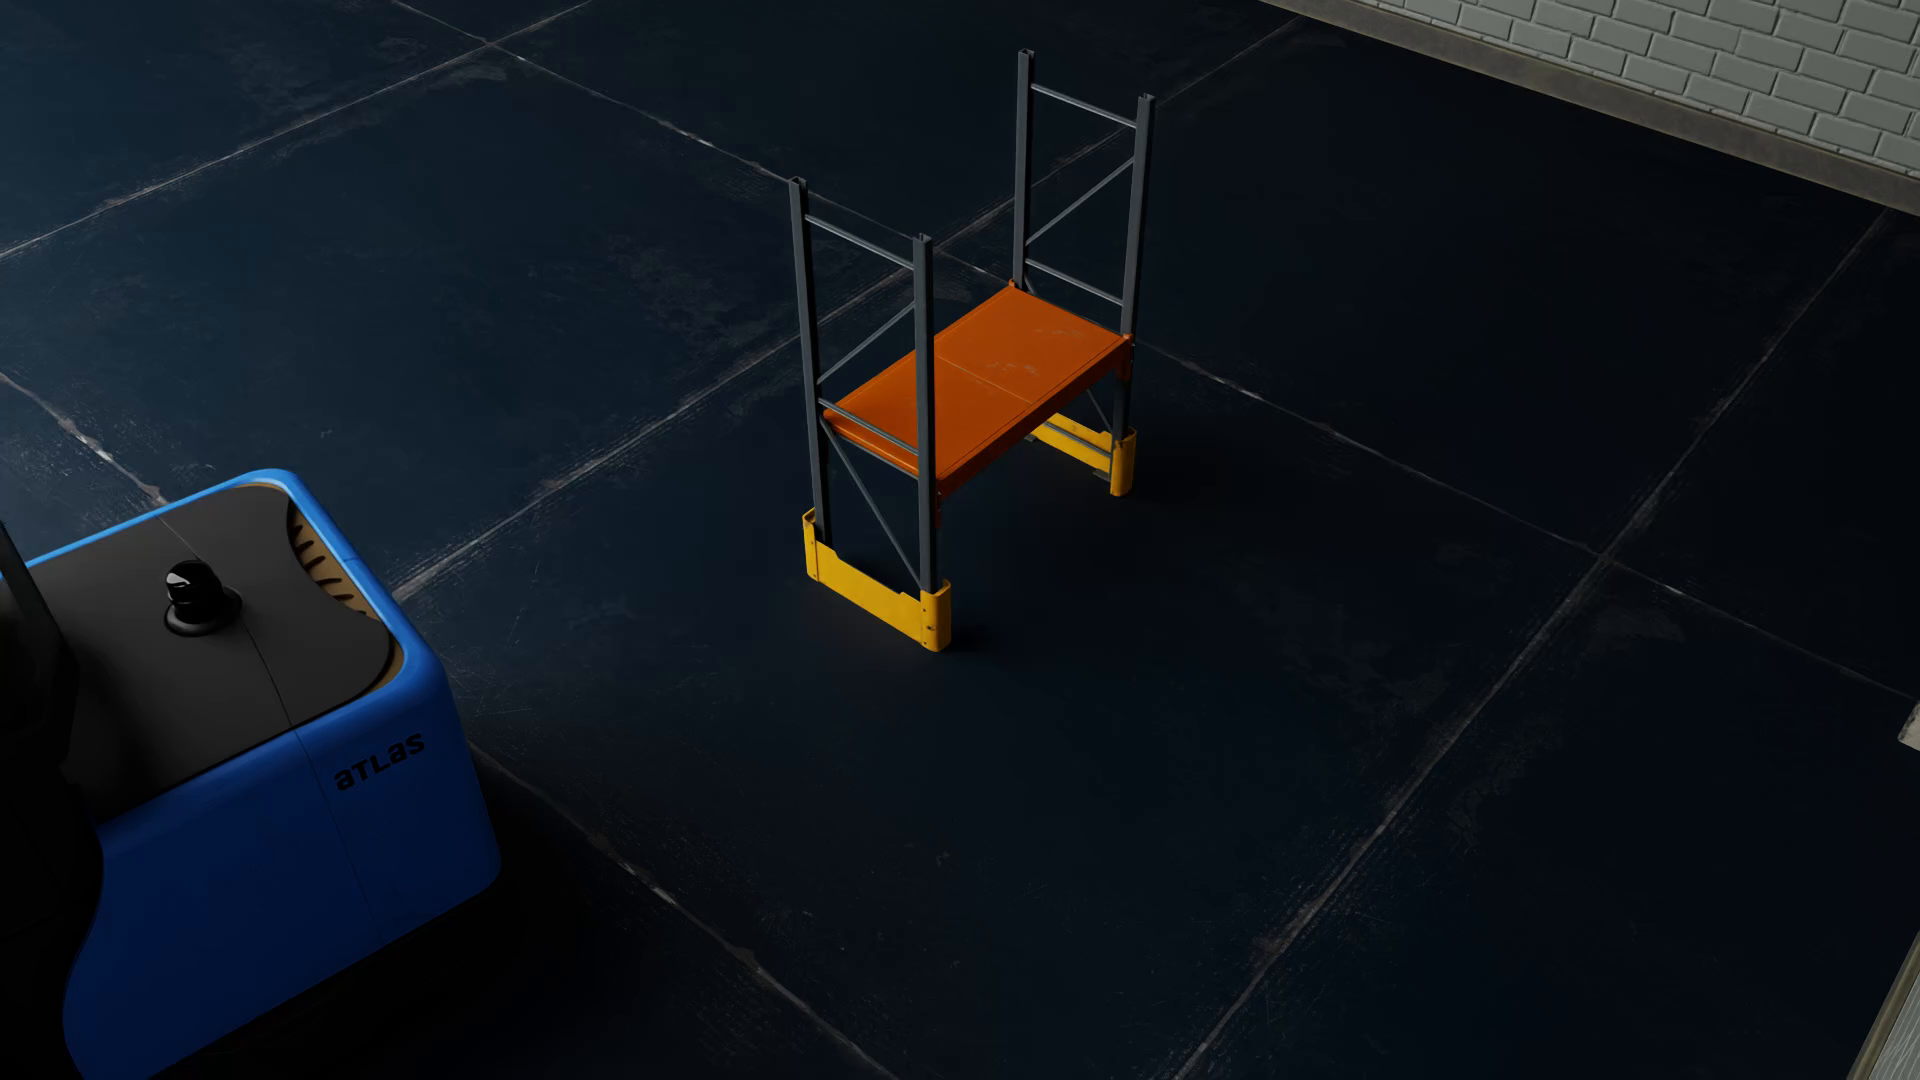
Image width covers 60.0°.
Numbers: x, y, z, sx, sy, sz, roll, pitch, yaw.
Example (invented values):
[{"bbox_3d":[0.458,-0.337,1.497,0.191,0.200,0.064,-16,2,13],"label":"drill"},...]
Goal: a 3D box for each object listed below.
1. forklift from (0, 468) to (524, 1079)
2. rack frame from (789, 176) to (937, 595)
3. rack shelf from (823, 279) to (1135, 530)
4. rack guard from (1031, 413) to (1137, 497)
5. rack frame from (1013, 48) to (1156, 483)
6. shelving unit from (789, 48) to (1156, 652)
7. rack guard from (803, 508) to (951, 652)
[{"bbox_3d":[-2.649,0.364,3.142,3.031,2.935,1.130,-28,49,-27],"label":"forklift"},{"bbox_3d":[-0.272,-0.337,4.977,0.500,1.500,0.032,29,50,28],"label":"rack frame"},{"bbox_3d":[0.055,-0.466,5.386,0.538,0.185,1.000,29,50,28],"label":"rack shelf"},{"bbox_3d":[0.370,-0.388,5.962,0.587,0.250,0.087,29,50,28],"label":"rack guard"},{"bbox_3d":[0.382,-0.861,5.553,0.500,1.500,0.032,29,50,28],"label":"rack frame"},{"bbox_3d":[0.049,-0.594,5.260,0.587,1.500,1.083,29,50,28],"label":"shelving unit"},{"bbox_3d":[-0.271,0.125,5.398,0.587,0.250,0.087,29,50,28],"label":"rack guard"}]
